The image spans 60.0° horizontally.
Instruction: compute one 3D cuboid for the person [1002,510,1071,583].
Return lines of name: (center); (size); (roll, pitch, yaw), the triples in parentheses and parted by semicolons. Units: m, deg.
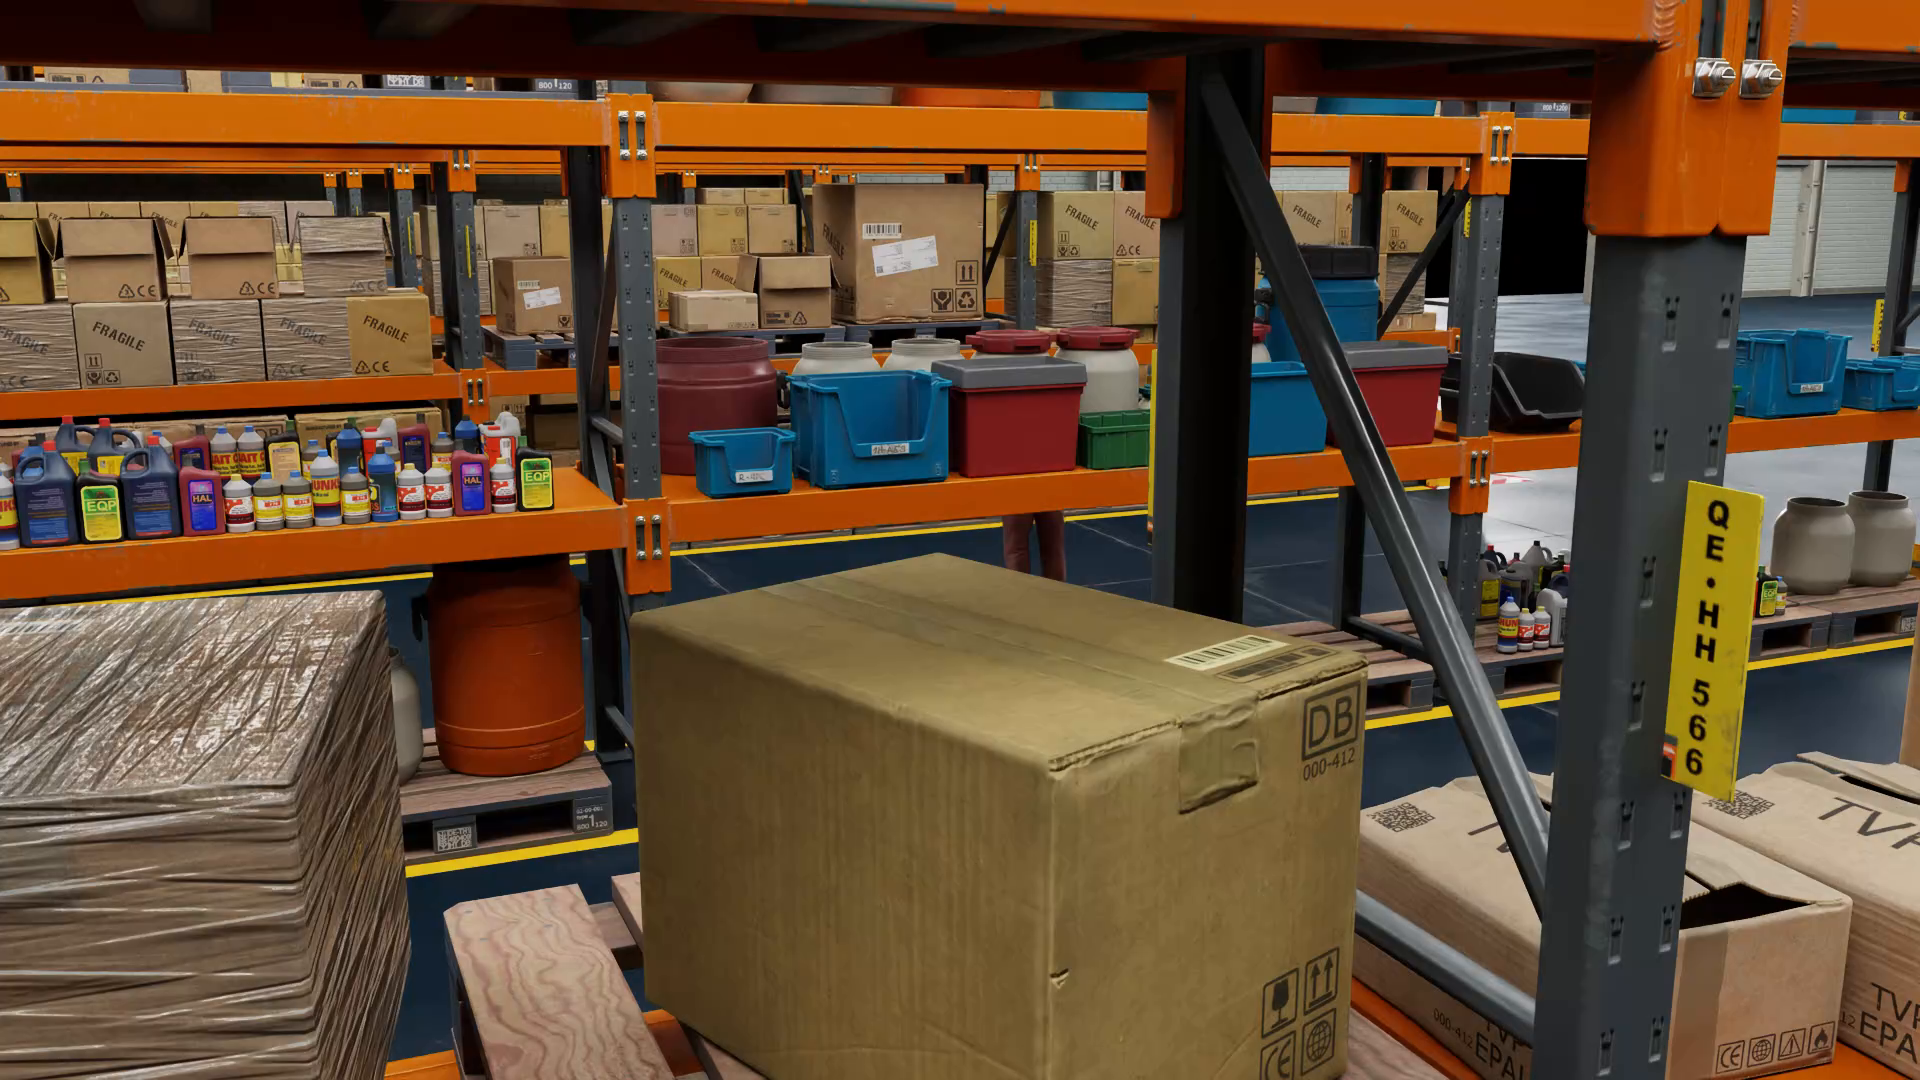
person: (0.378, -0.263, 9.200); (0.503, 1.723, 0.496); (-4, 13, -16)
